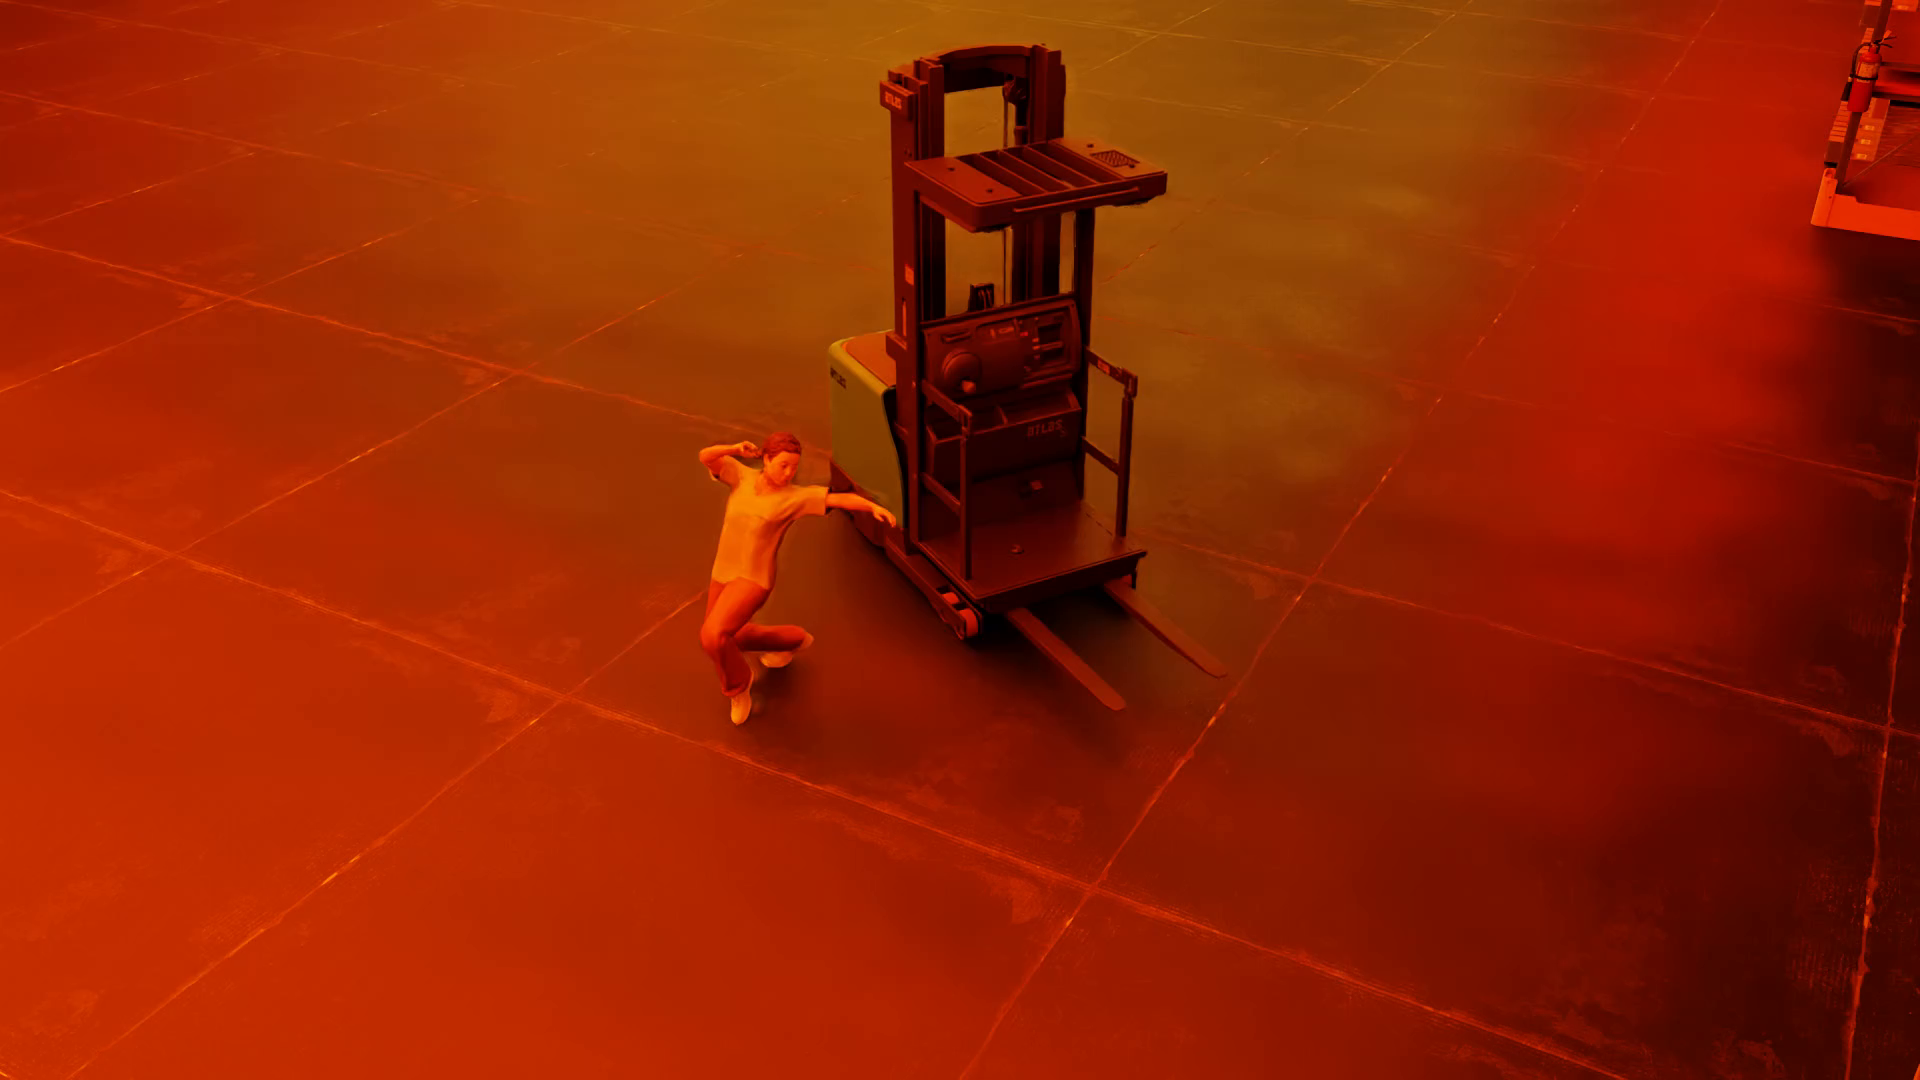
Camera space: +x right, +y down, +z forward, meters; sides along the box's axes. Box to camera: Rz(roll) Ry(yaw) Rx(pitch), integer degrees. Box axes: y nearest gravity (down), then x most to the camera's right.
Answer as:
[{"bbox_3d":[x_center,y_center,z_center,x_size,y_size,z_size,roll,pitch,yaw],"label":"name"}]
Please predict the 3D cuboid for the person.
[{"bbox_3d":[-0.891,0.184,8.149,0.978,1.388,0.820,21,36,32],"label":"person"}]

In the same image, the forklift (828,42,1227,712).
[{"bbox_3d":[0.339,-0.986,8.779,1.130,2.935,3.031,-15,33,-24],"label":"forklift"}]
